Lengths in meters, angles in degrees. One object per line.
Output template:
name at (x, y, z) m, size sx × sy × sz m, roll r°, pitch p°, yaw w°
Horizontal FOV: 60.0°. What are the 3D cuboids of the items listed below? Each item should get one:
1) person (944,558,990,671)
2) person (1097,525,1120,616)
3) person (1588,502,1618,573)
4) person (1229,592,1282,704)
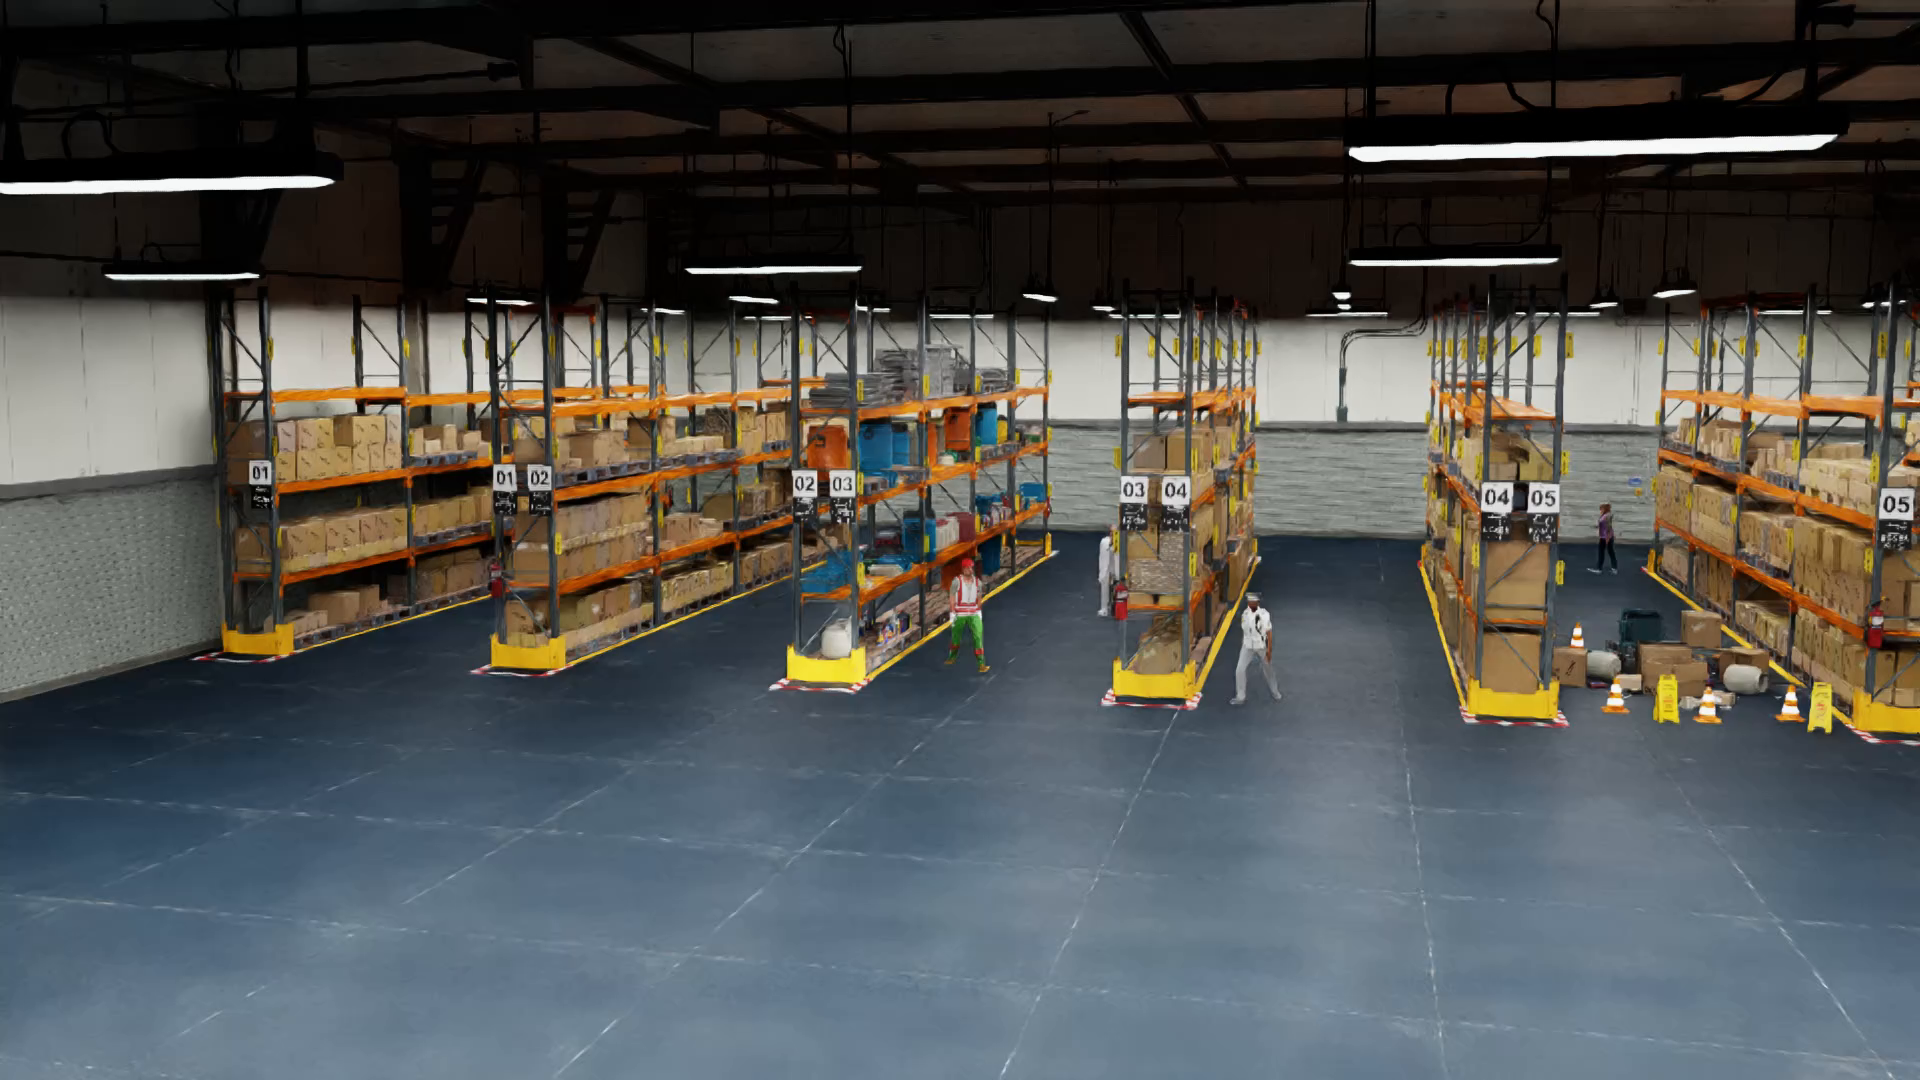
person at (0.098, 1.152, 25.980) m, size 0.581 × 1.761 × 0.948 m, roll -1°, pitch 7°, yaw -12°
person at (2.883, 0.549, 31.292) m, size 0.586 × 1.700 × 1.189 m, roll 1°, pitch 7°, yaw 11°
person at (14.422, -0.062, 37.192) m, size 0.568 × 1.582 × 0.538 m, roll 0°, pitch 7°, yaw 1°
person at (4.210, 1.504, 23.517) m, size 0.502 × 1.609 × 0.940 m, roll 4°, pitch 8°, yaw 34°
